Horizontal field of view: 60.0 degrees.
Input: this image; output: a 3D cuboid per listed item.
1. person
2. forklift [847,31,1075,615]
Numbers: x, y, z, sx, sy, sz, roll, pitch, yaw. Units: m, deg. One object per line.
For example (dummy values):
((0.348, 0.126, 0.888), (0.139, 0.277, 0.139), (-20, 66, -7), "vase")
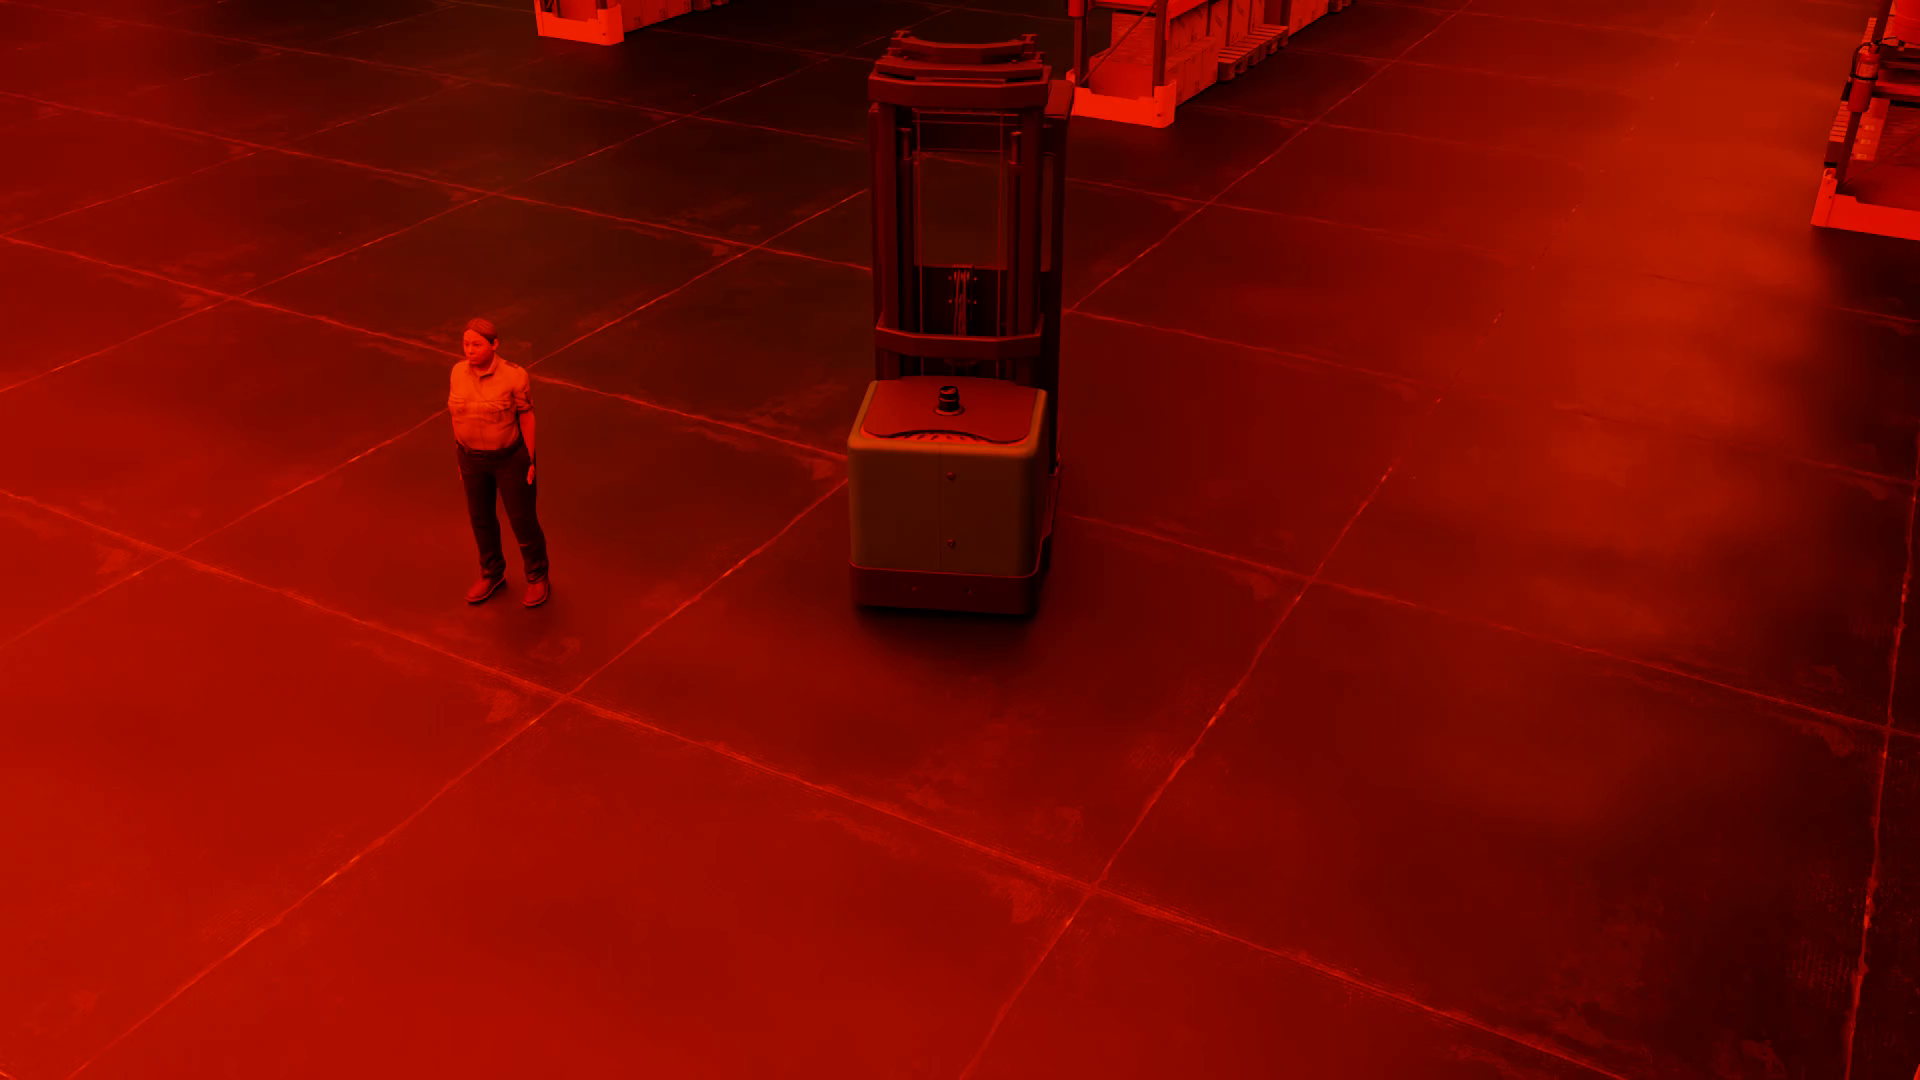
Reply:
((-2.546, -0.423, 9.096), (0.471, 1.651, 0.363), (4, 30, 8), "person")
((0.072, -1.572, 9.794), (1.130, 2.935, 3.031), (3, 30, 6), "forklift")
